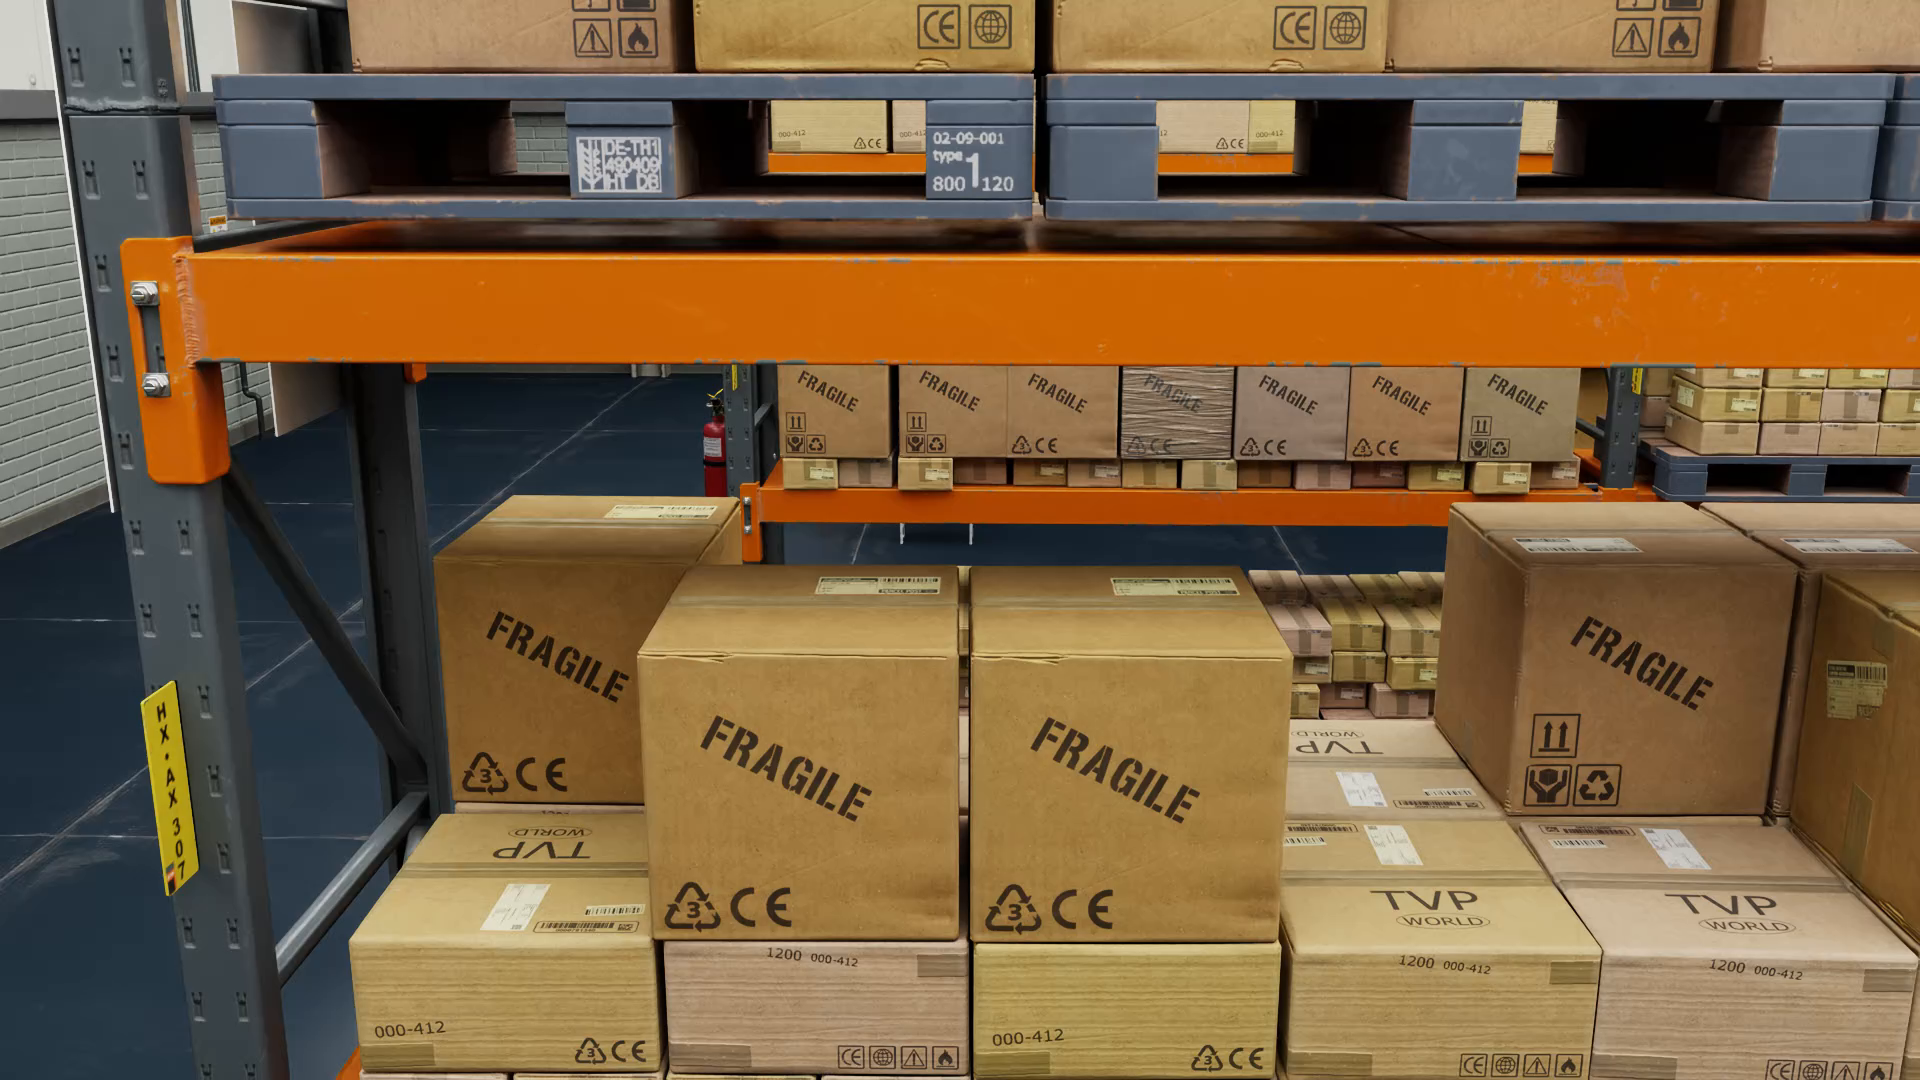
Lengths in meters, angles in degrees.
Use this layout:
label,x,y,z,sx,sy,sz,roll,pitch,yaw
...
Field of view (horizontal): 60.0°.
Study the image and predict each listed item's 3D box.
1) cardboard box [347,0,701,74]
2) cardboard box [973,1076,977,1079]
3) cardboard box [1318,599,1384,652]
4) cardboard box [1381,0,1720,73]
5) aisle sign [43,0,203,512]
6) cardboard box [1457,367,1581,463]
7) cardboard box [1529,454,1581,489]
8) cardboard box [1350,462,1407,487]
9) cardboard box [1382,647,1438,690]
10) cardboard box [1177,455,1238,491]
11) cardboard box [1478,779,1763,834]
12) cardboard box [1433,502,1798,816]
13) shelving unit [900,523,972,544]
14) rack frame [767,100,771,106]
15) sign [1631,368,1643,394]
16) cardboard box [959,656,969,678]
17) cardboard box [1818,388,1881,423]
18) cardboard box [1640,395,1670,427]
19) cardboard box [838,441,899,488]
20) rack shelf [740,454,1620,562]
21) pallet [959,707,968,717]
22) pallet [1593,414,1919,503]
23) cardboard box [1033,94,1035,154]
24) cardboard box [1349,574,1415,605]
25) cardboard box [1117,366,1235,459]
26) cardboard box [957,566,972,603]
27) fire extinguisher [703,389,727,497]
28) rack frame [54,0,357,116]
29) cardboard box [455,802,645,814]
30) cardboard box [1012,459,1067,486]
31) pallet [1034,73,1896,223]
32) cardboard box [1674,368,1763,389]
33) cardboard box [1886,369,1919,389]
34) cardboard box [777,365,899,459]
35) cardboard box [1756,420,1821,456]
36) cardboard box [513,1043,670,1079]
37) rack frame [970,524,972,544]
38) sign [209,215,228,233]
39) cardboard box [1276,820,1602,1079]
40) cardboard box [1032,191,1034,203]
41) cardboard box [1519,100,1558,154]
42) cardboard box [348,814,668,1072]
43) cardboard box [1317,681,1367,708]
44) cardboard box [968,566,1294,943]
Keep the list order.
label,x,y,z,sx,sy,sz,roll,pitch,yaw
cardboard box,-0.703,-1.053,2.856,0.500,0.500,0.700,-1,15,-2
cardboard box,0.149,0.922,2.960,0.250,0.149,0.380,0,15,0
cardboard box,1.877,0.408,8.012,0.250,0.149,0.380,1,15,3
cardboard box,0.934,-1.051,2.847,0.500,0.500,0.700,1,15,4
aisle sign,-1.304,-0.474,2.659,0.004,0.787,0.394,0,15,1
cardboard box,2.511,-0.654,7.660,0.500,0.500,0.500,0,15,2
cardboard box,2.710,-0.352,7.785,0.250,0.149,0.380,0,15,1
cardboard box,1.929,-0.362,7.823,0.250,0.149,0.380,0,15,0
cardboard box,2.140,0.584,7.929,0.250,0.149,0.380,0,15,-1
cardboard box,1.146,-0.343,7.754,0.250,0.149,0.380,1,15,3
cardboard box,1.296,0.586,3.451,0.500,0.250,0.500,1,15,3
cardboard box,1.290,0.224,3.353,0.500,0.500,0.500,0,15,0
shelving unit,-0.165,-0.581,11.691,0.503,1.200,0.258,0,15,1
rack frame,-0.997,-3.458,7.305,0.127,3.000,1.000,0,15,1
sign,2.996,-0.811,7.337,0.005,0.325,0.100,0,15,1
cardboard box,0.040,0.539,8.100,0.250,0.149,0.380,1,15,2
cardboard box,3.901,-0.634,7.448,0.250,0.149,0.380,1,15,3
cardboard box,3.404,-0.660,8.132,0.250,0.149,0.380,0,15,0
cardboard box,-0.426,-0.359,7.812,0.250,0.149,0.380,1,15,3
rack shelf,1.003,-0.196,8.113,4.000,0.370,1.077,0,15,1
pallet,-0.110,0.806,8.370,1.213,0.211,1.003,0,15,1
pallet,3.762,-0.396,7.837,1.213,0.211,1.003,0,15,1
cardboard box,0.487,-1.862,7.432,0.500,0.250,0.500,0,15,0
cardboard box,2.135,0.296,8.438,0.250,0.149,0.380,0,15,1
cardboard box,0.980,-0.670,7.722,0.500,0.500,0.500,0,15,0
cardboard box,0.051,0.255,8.591,0.250,0.149,0.380,0,15,0
fire extinguisher,-1.237,-0.459,8.580,0.183,0.674,0.296,0,15,1
rack frame,-1.225,-2.193,2.514,0.127,3.000,1.000,0,15,1
cardboard box,-0.733,0.572,3.505,0.500,0.250,0.500,0,15,1
cardboard box,0.375,-0.368,7.849,0.250,0.149,0.380,0,15,1
pallet,0.740,-0.691,2.872,1.213,0.211,1.003,0,15,1
cardboard box,3.384,-0.780,7.420,0.250,0.149,0.380,1,15,4
cardboard box,4.169,-0.775,7.402,0.250,0.149,0.380,0,15,1
cardboard box,-0.555,-0.676,7.742,0.500,0.500,0.500,1,15,4
cardboard box,3.661,-0.492,7.495,0.250,0.149,0.380,1,15,2
cardboard box,-0.622,0.917,2.978,0.250,0.149,0.380,0,15,1
rack frame,0.078,-0.580,11.685,0.015,1.200,0.240,0,15,1
sign,-6.618,-2.772,14.848,0.001,0.242,0.339,0,15,1
cardboard box,0.792,0.716,2.957,0.500,0.250,0.500,0,15,0
cardboard box,0.425,-2.593,12.359,0.250,0.149,0.380,1,15,2
cardboard box,2.504,-1.843,7.359,0.500,0.250,0.500,1,15,3
cardboard box,-0.752,0.708,2.987,0.500,0.250,0.500,0,15,0
cardboard box,1.818,0.688,8.118,0.250,0.149,0.380,0,15,0
cardboard box,0.266,0.351,2.872,0.500,0.500,0.500,0,15,0
